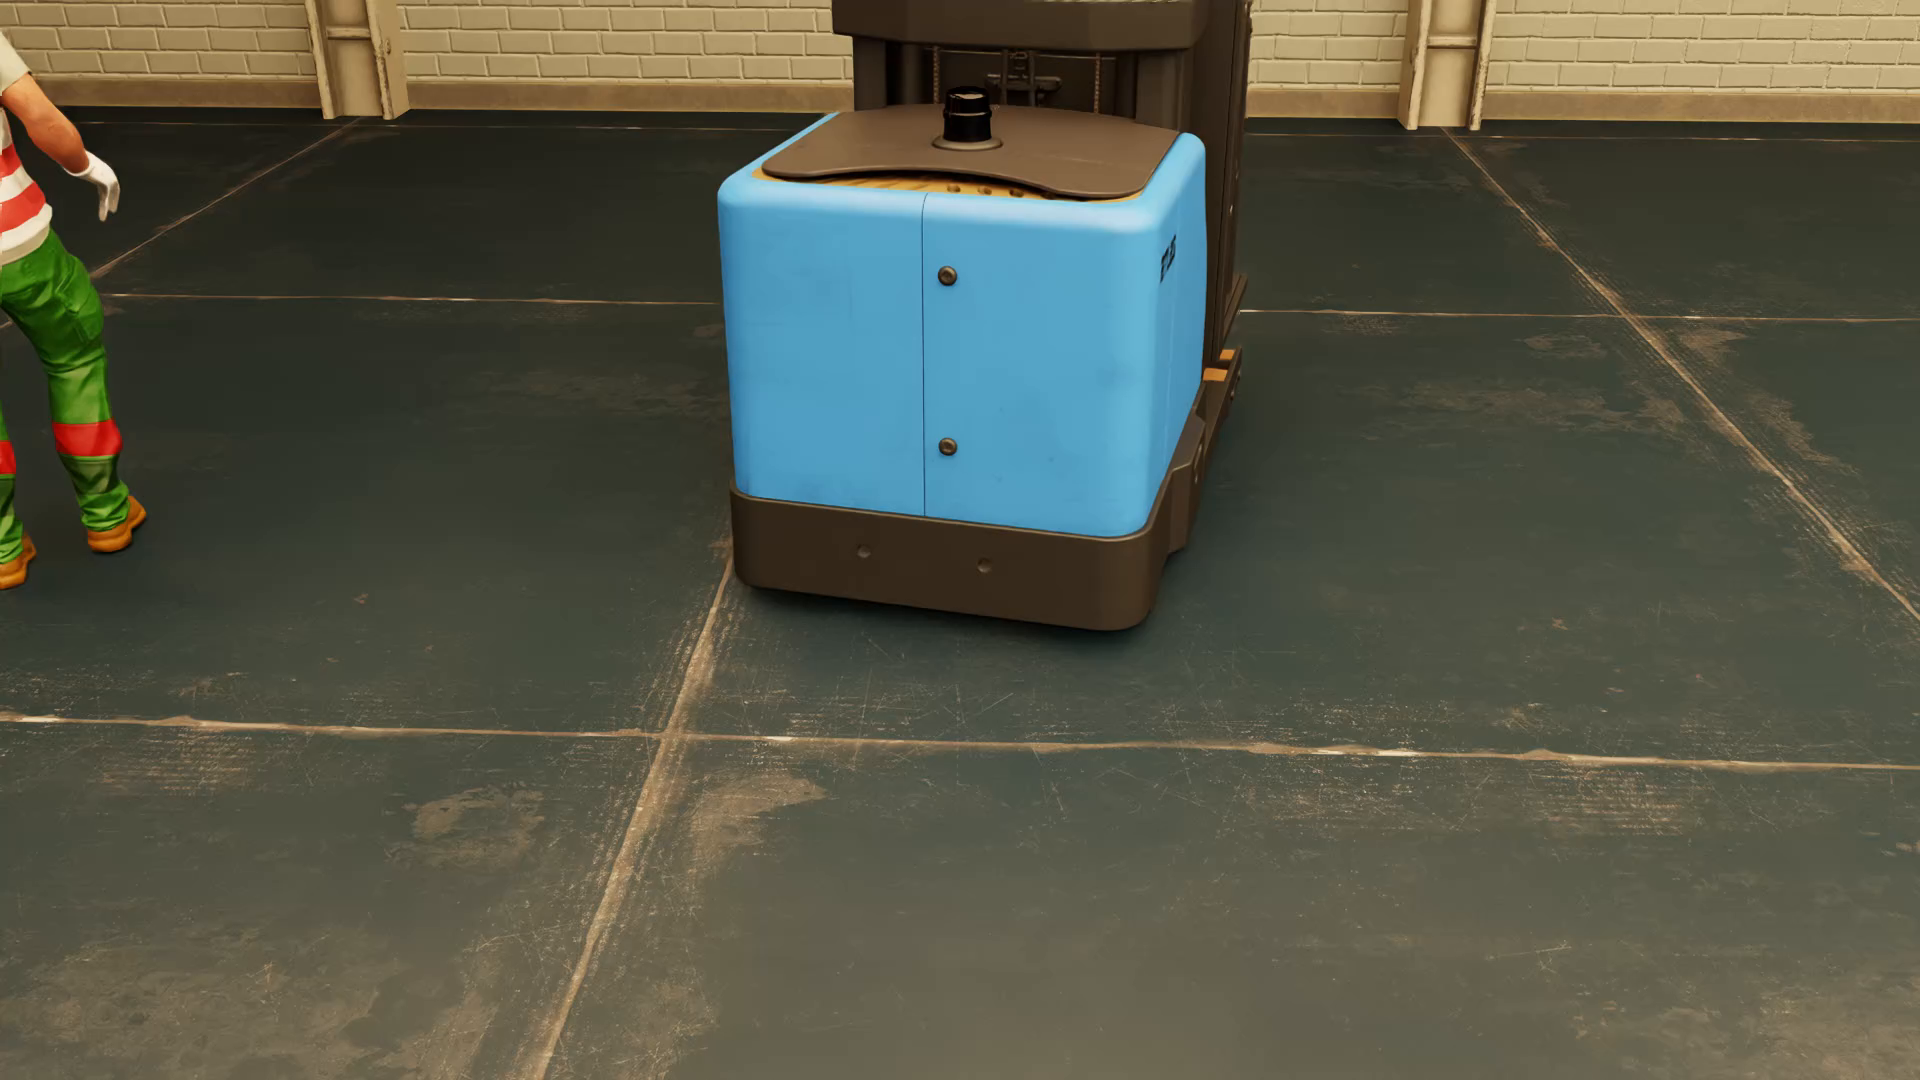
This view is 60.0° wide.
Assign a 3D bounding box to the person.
[{"bbox_3d":[-2.451,-0.745,4.075,0.740,1.741,0.512,-3,26,-5],"label":"person"}]

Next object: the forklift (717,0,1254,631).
[{"bbox_3d":[0.305,-1.731,4.718,1.130,2.935,3.031,7,27,13],"label":"forklift"}]
